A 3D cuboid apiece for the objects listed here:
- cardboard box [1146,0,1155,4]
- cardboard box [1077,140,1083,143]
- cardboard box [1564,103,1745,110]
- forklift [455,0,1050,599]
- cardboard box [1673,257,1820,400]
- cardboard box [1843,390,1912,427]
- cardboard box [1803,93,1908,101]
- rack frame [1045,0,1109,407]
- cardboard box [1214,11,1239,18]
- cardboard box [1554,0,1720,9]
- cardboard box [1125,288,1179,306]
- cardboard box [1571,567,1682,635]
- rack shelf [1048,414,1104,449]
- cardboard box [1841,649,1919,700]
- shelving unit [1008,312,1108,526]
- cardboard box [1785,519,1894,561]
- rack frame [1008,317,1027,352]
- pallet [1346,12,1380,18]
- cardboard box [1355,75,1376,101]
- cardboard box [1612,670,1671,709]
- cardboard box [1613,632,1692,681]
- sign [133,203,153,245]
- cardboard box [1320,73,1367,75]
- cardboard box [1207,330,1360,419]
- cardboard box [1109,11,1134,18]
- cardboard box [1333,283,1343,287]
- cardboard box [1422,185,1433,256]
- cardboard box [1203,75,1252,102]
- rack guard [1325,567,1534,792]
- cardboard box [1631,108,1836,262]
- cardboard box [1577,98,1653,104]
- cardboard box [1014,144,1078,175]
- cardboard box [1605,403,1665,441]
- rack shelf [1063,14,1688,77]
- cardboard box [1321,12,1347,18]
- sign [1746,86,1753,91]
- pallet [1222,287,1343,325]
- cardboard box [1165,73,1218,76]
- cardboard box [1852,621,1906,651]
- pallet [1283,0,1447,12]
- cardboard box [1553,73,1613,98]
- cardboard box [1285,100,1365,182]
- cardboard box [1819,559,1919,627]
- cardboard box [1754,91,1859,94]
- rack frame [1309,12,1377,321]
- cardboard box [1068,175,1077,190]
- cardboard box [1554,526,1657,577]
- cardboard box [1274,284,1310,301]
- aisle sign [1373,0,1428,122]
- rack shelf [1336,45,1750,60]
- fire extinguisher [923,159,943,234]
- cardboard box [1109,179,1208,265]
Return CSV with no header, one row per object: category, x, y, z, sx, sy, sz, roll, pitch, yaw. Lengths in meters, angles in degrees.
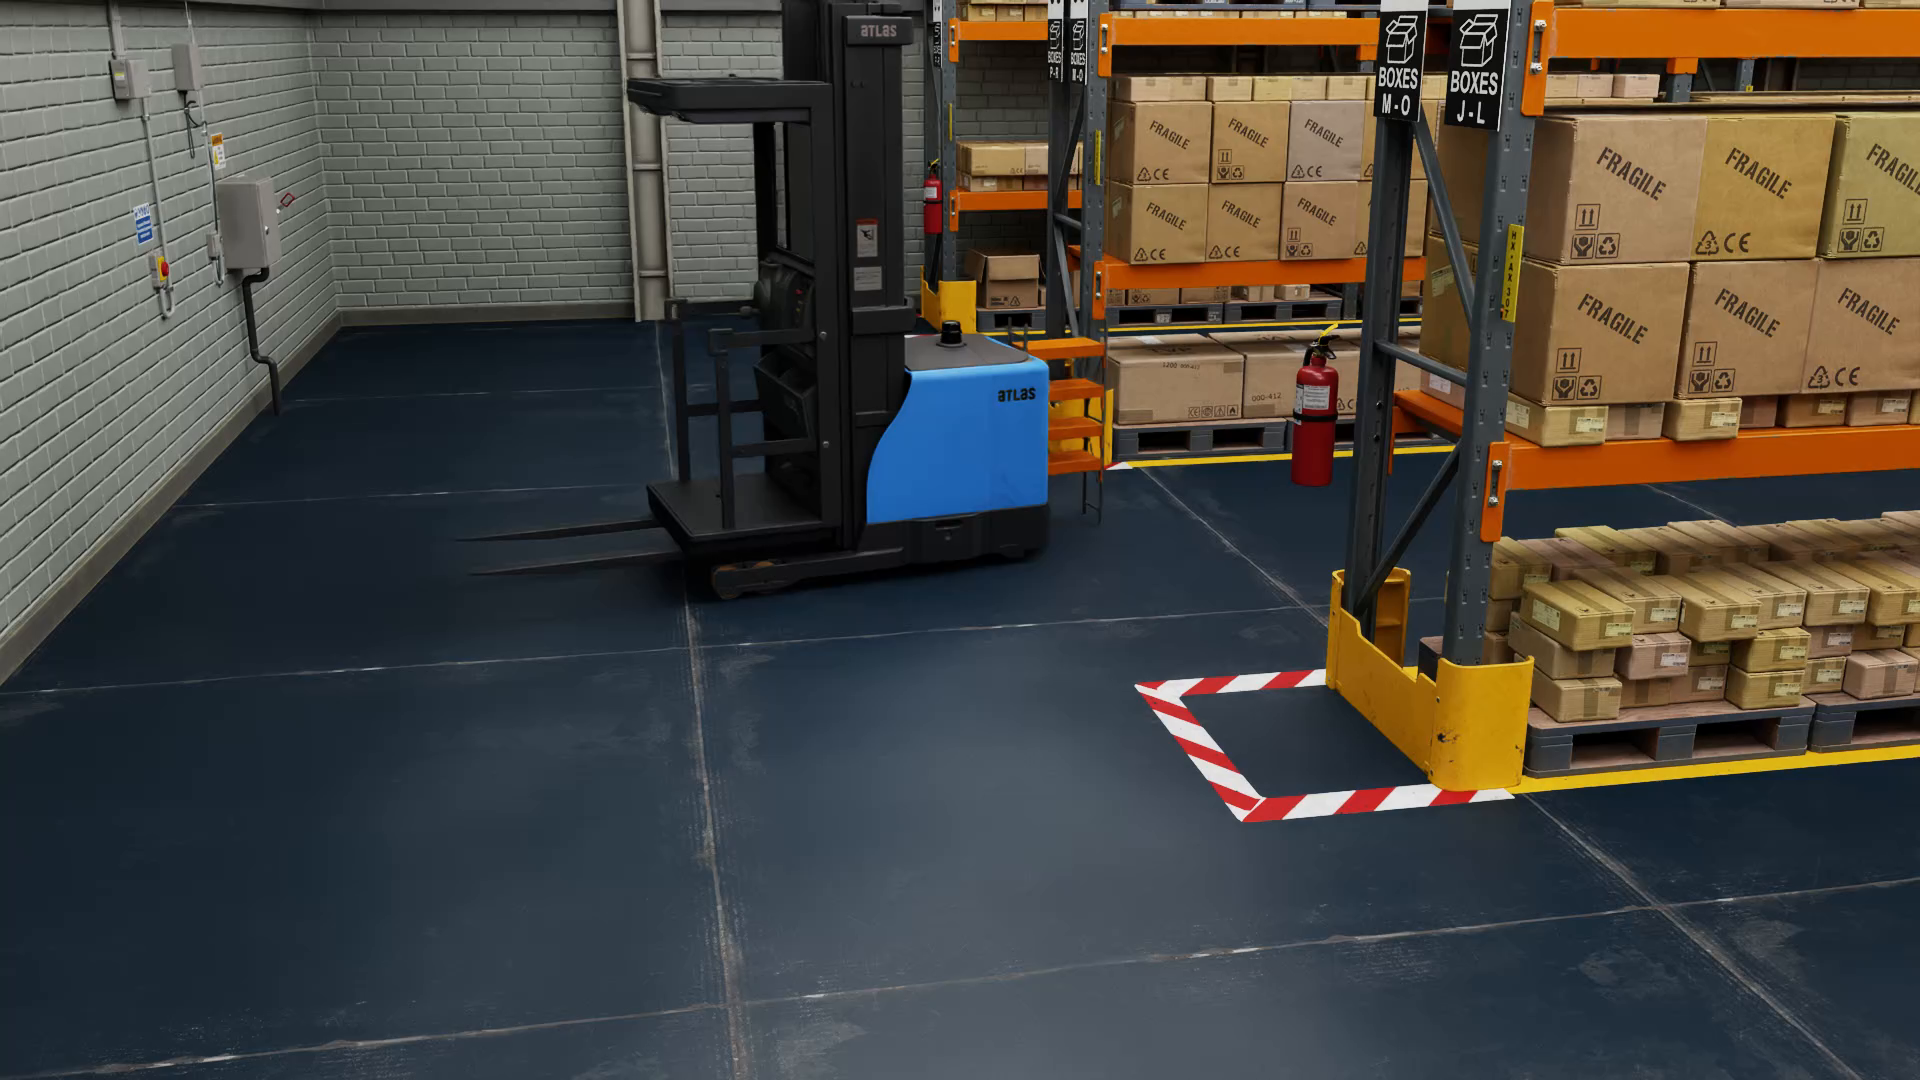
cardboard box,1.799,-5.056,15.305,0.500,0.250,0.500,-4,17,-11
cardboard box,1.203,-3.739,16.124,0.500,0.250,0.500,-3,17,-9
cardboard box,2.691,-1.453,6.552,0.500,0.500,0.500,-4,17,-12
forklift,-1.085,-1.278,8.482,3.031,2.935,1.130,-7,18,-21
cardboard box,2.805,-0.832,6.234,0.500,0.500,0.500,-3,17,-10
cardboard box,3.435,-0.556,6.441,0.250,0.149,0.380,-4,17,-12
cardboard box,6.154,-2.834,11.558,0.500,0.500,0.500,-4,17,-12
rack frame,0.753,-2.081,10.977,0.127,3.000,1.000,-3,17,-10
cardboard box,2.422,-4.899,15.471,0.250,0.149,0.380,-3,17,-9
cardboard box,2.281,-1.973,5.772,0.500,0.250,0.500,-3,17,-8
cardboard box,1.811,-2.561,16.083,0.500,0.500,0.500,-3,17,-9
cardboard box,2.618,0.237,6.558,0.250,0.149,0.380,-3,17,-9
rack shelf,0.544,-0.598,9.445,0.480,0.148,0.258,-7,18,-21
cardboard box,3.616,0.499,6.719,0.250,0.149,0.380,-4,18,-13
shelving unit,0.544,-0.663,9.425,0.503,1.200,0.258,-7,18,-21
cardboard box,3.802,0.035,7.217,0.250,0.149,0.380,-3,17,-10
rack frame,0.317,-0.636,9.340,0.015,1.200,0.240,-7,18,-21
pallet,4.389,-5.094,16.000,1.003,0.211,1.213,-3,17,-10
cardboard box,2.685,-2.931,10.766,0.250,0.149,0.380,-4,17,-12
cardboard box,2.608,0.528,6.625,0.250,0.149,0.380,-3,17,-11
cardboard box,2.634,0.406,6.513,0.250,0.149,0.380,-3,17,-11
sign,-4.830,-1.872,9.836,0.001,0.218,0.327,-3,17,-10
cardboard box,2.571,-3.090,11.286,0.250,0.149,0.380,-3,17,-9
cardboard box,2.279,-1.176,11.679,0.875,0.438,0.875,-3,17,-9
cardboard box,1.423,-4.840,15.279,0.250,0.149,0.380,-3,17,-11
cardboard box,4.161,-2.853,17.032,0.500,0.500,0.500,-3,17,-11
cardboard box,3.278,-2.189,11.160,0.500,0.500,0.500,-4,17,-11
cardboard box,1.675,-2.873,10.579,0.250,0.149,0.380,-3,17,-9
rack guard,1.866,0.531,6.730,0.348,0.500,1.175,-3,17,-10
cardboard box,2.777,-1.306,6.074,0.500,0.500,0.500,-3,17,-9
cardboard box,4.269,-2.723,11.196,0.500,0.500,0.500,-3,17,-11
cardboard box,0.799,-3.558,15.534,0.500,0.250,0.500,-3,17,-10
cardboard box,2.414,-0.489,6.222,0.250,0.149,0.380,-3,17,-8
rack shelf,2.717,-3.282,11.005,4.000,0.370,1.077,-3,17,-10
cardboard box,3.438,-4.943,15.614,0.250,0.149,0.380,-3,17,-11
sign,7.775,-4.317,16.420,0.005,0.325,0.100,-3,17,-10
pallet,3.061,-2.363,16.646,1.213,0.211,1.003,-3,17,-10
cardboard box,1.550,-3.054,11.168,0.250,0.149,0.380,-3,17,-11
cardboard box,3.631,0.315,6.811,0.250,0.149,0.380,-2,17,-8
pallet,2.680,-3.585,10.918,1.213,0.211,1.003,-3,17,-10
cardboard box,4.159,-3.047,11.145,0.250,0.149,0.380,-3,17,-9
cardboard box,2.288,-2.613,10.836,0.500,0.500,0.500,-3,17,-11
cardboard box,3.659,0.208,6.652,0.250,0.149,0.380,-3,17,-10
cardboard box,6.079,-2.980,12.032,0.500,0.500,0.500,-3,17,-9
rack frame,3.735,-3.734,16.360,0.127,3.000,1.000,-3,17,-10
cardboard box,0.935,-3.379,15.632,0.250,0.149,0.380,-3,17,-9
cardboard box,2.751,0.067,7.111,0.250,0.149,0.380,-4,17,-12
cardboard box,3.244,-2.456,16.341,0.250,0.149,0.380,-4,17,-12
aisle sign,1.663,-1.984,6.236,0.004,0.787,0.394,-3,17,-10
rack shelf,5.699,-4.936,16.388,4.000,0.370,1.077,-3,17,-10
fire extinguisher,-0.249,-3.155,15.241,0.183,0.674,0.296,-3,17,-10
cardboard box,1.279,-2.072,10.780,0.500,0.500,0.500,-3,17,-11
